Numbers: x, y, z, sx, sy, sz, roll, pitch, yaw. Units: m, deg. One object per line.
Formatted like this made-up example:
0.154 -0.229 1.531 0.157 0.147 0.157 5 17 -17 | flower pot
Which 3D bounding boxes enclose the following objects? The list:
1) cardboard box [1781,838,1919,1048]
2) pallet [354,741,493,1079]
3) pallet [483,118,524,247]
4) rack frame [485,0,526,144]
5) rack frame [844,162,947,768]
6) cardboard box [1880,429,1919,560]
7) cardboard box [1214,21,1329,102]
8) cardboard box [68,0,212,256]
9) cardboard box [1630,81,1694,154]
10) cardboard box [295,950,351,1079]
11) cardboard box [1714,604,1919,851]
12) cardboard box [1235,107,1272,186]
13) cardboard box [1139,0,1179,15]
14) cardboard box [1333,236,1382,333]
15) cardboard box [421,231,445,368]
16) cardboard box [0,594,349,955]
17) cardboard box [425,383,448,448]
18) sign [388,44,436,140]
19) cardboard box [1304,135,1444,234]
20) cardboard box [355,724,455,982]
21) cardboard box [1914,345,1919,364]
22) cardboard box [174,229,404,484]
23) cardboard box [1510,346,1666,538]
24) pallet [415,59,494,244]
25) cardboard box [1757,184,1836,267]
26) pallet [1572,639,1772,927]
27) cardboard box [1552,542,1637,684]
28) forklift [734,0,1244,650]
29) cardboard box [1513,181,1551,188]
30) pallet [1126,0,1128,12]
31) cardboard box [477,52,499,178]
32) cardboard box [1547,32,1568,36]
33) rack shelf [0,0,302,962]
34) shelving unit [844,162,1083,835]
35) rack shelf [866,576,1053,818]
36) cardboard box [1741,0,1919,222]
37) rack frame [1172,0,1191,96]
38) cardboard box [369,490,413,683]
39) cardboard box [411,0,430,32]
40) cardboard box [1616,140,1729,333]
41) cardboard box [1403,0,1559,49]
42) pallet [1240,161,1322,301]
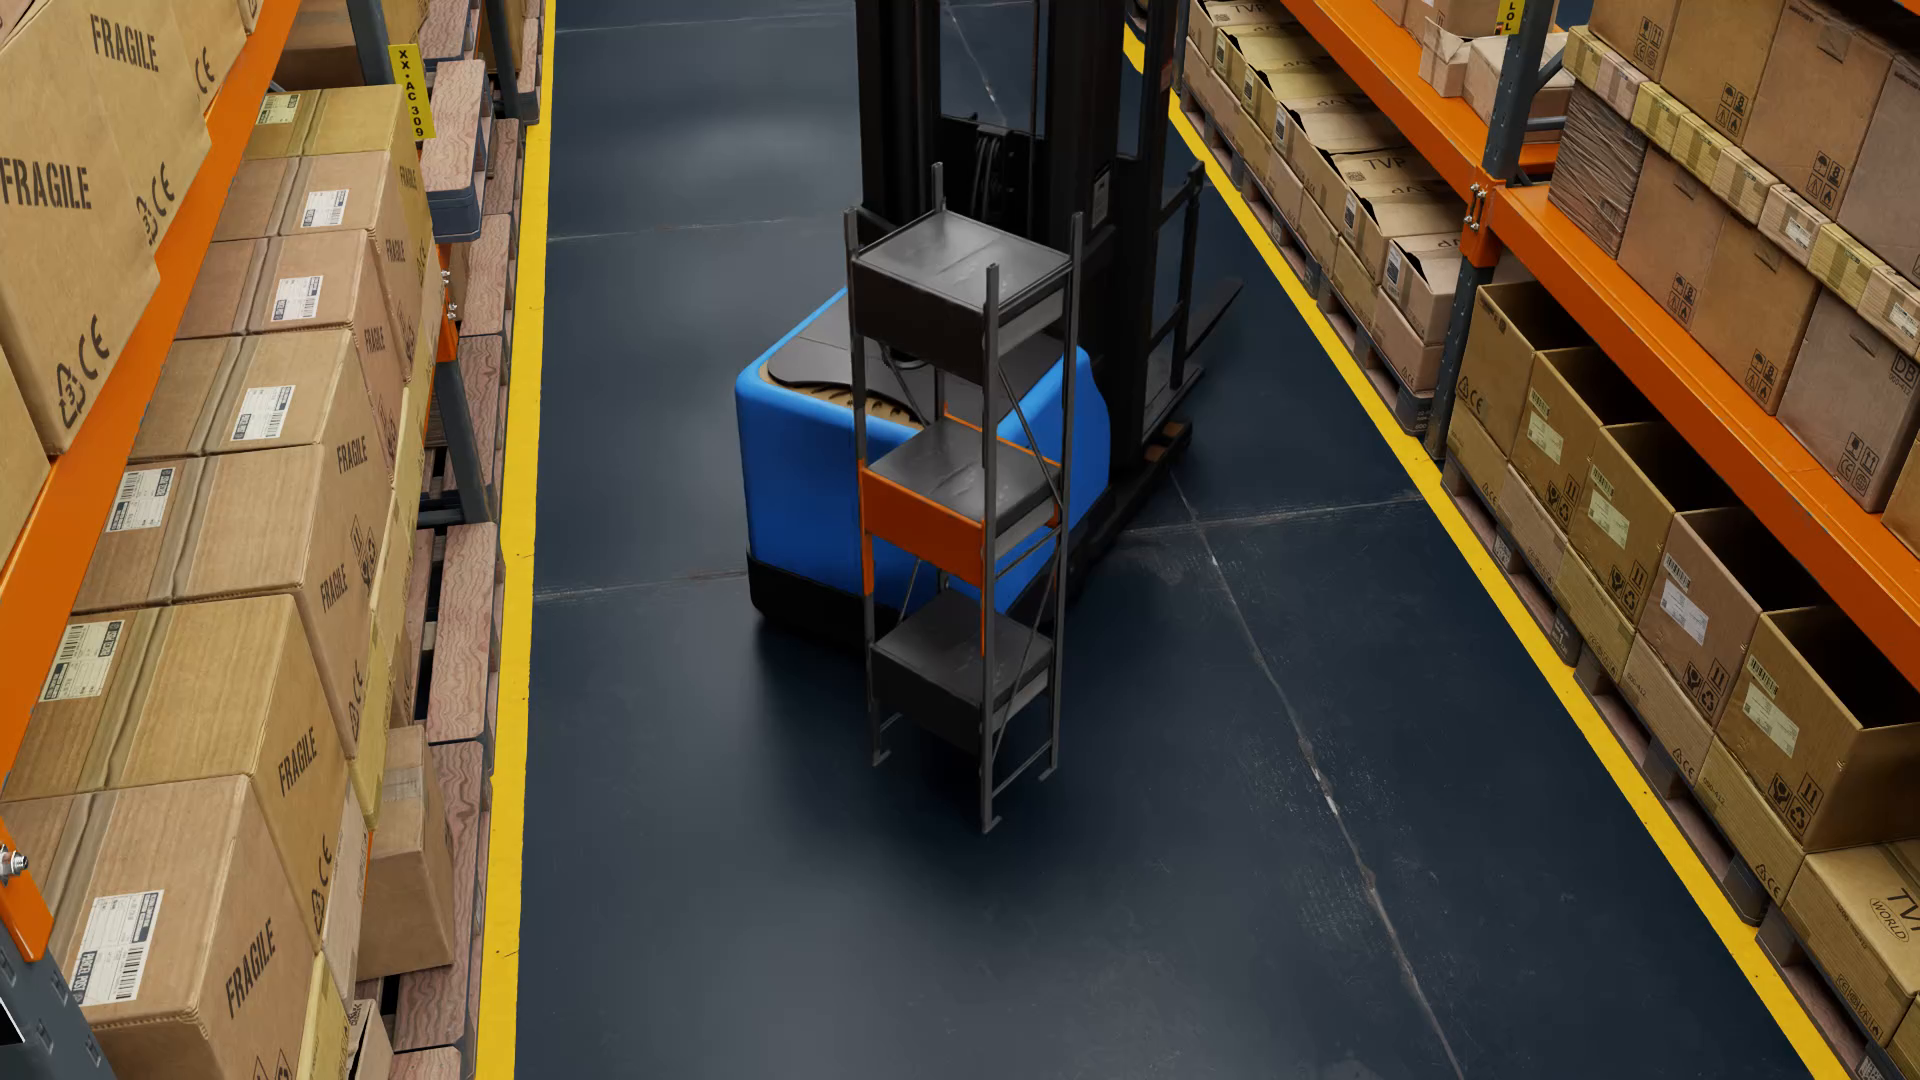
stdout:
2.744 1.132 4.747 0.500 0.250 0.500 -6 38 -8 | cardboard box
-1.979 1.166 5.078 1.003 0.211 1.213 -6 38 -8 | pallet
-2.915 -1.919 9.047 1.003 0.211 1.213 -6 38 -8 | pallet
-3.050 -3.492 8.800 1.000 3.000 0.127 -6 38 -8 | rack frame
-0.178 -0.142 5.221 0.015 2.100 0.400 26 45 30 | rack frame
2.981 -0.135 4.397 0.700 0.500 0.500 -6 38 -8 | cardboard box
1.729 -2.664 9.176 0.500 0.311 0.500 -7 38 -9 | cardboard box
-1.614 -0.762 2.743 0.500 0.500 0.500 -5 38 -6 | cardboard box
2.475 -1.416 5.518 0.380 0.149 0.250 -7 38 -9 | cardboard box
-1.421 1.063 3.043 0.500 0.250 0.500 -7 38 -9 | cardboard box
2.652 0.535 4.905 0.500 0.500 0.500 -6 38 -8 | cardboard box
1.815 -2.142 8.961 0.500 0.250 0.500 -7 38 -9 | cardboard box
1.431 -3.753 10.815 0.500 0.500 0.500 -5 38 -6 | cardboard box
2.082 -1.216 7.769 0.500 0.250 0.500 -7 38 -9 | cardboard box
-1.968 -0.771 5.403 0.500 0.250 0.500 -6 38 -8 | cardboard box
-1.512 0.475 3.188 0.500 0.500 0.500 -6 38 -8 | cardboard box
-2.494 -0.705 6.892 0.700 0.500 0.500 -5 38 -6 | cardboard box
-1.816 -1.481 5.505 0.100 0.325 0.005 -6 38 -8 | sign
1.991 -1.741 7.988 0.500 0.311 0.500 -6 38 -8 | cardboard box
-1.860 0.933 4.783 0.700 0.500 0.500 -9 39 -11 | cardboard box
2.746 -0.483 4.316 0.380 0.149 0.250 -5 38 -7 | cardboard box
-1.791 -0.462 4.395 0.500 0.500 0.500 -7 38 -9 | cardboard box
2.396 -0.372 6.072 0.500 0.500 0.500 -6 38 -8 | cardboard box
-2.340 -1.477 6.363 1.003 0.211 1.213 -6 38 -8 | pallet
2.614 -0.945 4.912 0.380 0.149 0.250 -7 38 -9 | cardboard box
2.843 0.713 5.659 1.003 0.211 1.213 -6 38 -8 | pallet
2.475 0.227 5.912 0.500 0.250 0.500 -6 38 -8 | cardboard box
0.349 -1.520 6.318 1.130 2.935 3.031 18 41 22 | forklift
2.617 -1.492 7.667 0.500 0.311 0.500 -7 38 -8 | cardboard box
1.522 -4.116 11.876 1.003 0.211 1.213 -6 38 -8 | pallet
-2.873 -2.249 8.879 0.700 0.500 0.500 -6 38 -7 | cardboard box
2.573 -2.069 7.173 0.380 0.149 0.250 -6 38 -8 | cardboard box
-1.998 -0.768 3.435 1.077 0.370 4.000 -6 38 -8 | rack shelf
0.012 -0.048 5.098 0.503 2.100 0.431 26 45 30 | shelving unit
0.013 0.517 5.535 0.480 0.518 0.431 26 45 30 | rack shelf
2.788 -1.288 4.824 0.700 0.500 0.500 -6 38 -8 | cardboard box
1.826 -4.027 9.488 1.000 3.000 0.127 -6 38 -8 | rack frame
-1.696 0.137 4.235 0.500 0.250 0.500 -6 38 -8 | cardboard box
-2.642 -2.333 6.868 0.700 0.500 0.500 -1 38 -2 | cardboard box
2.710 -1.065 5.595 0.700 0.500 0.500 -7 38 -8 | cardboard box
2.316 -2.434 7.357 0.500 0.500 0.500 -4 38 -5 | cardboard box
2.142 -1.689 8.752 1.003 0.211 1.213 -6 38 -8 | pallet
